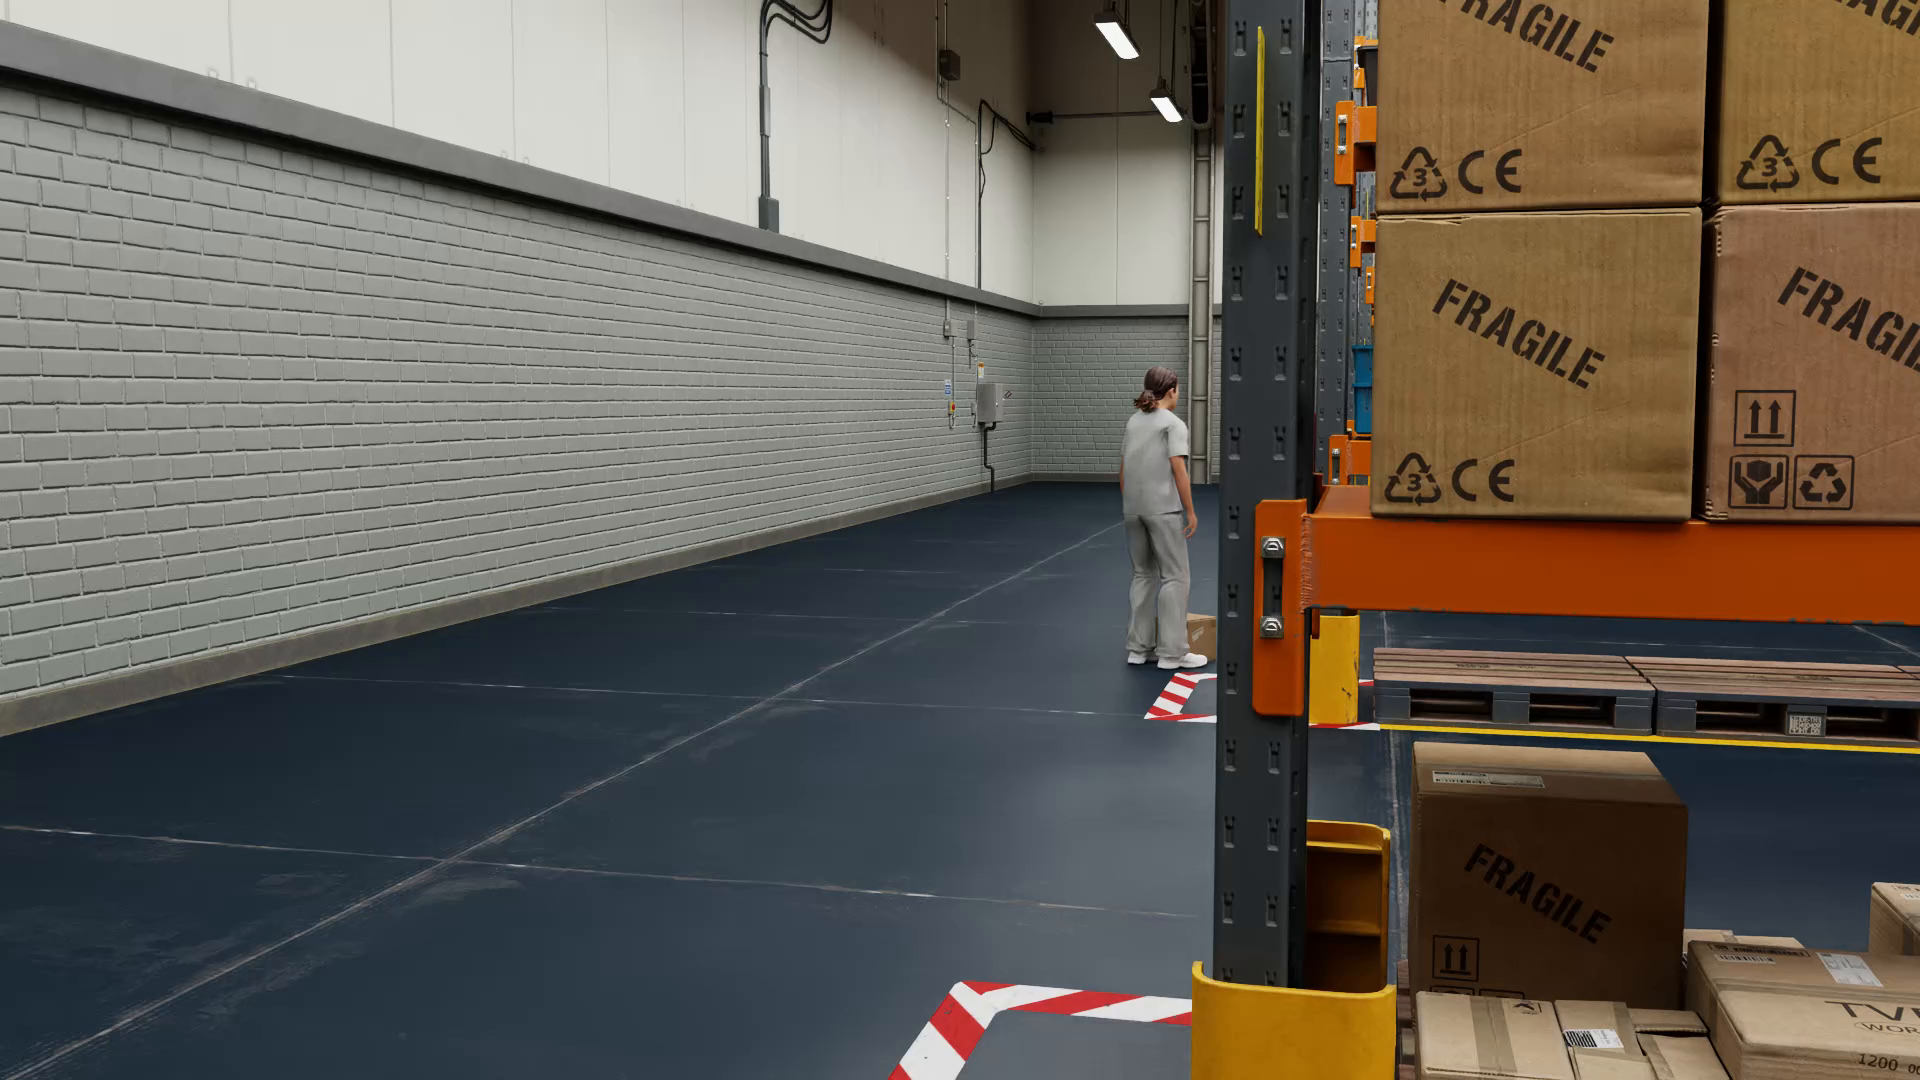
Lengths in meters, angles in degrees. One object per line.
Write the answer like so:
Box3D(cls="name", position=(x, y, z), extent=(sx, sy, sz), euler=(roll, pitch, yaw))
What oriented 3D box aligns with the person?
Box3D(cls="person", position=(1.105, -0.131, 9.292), extent=(0.355, 1.668, 0.508), euler=(-4, 7, -41))
